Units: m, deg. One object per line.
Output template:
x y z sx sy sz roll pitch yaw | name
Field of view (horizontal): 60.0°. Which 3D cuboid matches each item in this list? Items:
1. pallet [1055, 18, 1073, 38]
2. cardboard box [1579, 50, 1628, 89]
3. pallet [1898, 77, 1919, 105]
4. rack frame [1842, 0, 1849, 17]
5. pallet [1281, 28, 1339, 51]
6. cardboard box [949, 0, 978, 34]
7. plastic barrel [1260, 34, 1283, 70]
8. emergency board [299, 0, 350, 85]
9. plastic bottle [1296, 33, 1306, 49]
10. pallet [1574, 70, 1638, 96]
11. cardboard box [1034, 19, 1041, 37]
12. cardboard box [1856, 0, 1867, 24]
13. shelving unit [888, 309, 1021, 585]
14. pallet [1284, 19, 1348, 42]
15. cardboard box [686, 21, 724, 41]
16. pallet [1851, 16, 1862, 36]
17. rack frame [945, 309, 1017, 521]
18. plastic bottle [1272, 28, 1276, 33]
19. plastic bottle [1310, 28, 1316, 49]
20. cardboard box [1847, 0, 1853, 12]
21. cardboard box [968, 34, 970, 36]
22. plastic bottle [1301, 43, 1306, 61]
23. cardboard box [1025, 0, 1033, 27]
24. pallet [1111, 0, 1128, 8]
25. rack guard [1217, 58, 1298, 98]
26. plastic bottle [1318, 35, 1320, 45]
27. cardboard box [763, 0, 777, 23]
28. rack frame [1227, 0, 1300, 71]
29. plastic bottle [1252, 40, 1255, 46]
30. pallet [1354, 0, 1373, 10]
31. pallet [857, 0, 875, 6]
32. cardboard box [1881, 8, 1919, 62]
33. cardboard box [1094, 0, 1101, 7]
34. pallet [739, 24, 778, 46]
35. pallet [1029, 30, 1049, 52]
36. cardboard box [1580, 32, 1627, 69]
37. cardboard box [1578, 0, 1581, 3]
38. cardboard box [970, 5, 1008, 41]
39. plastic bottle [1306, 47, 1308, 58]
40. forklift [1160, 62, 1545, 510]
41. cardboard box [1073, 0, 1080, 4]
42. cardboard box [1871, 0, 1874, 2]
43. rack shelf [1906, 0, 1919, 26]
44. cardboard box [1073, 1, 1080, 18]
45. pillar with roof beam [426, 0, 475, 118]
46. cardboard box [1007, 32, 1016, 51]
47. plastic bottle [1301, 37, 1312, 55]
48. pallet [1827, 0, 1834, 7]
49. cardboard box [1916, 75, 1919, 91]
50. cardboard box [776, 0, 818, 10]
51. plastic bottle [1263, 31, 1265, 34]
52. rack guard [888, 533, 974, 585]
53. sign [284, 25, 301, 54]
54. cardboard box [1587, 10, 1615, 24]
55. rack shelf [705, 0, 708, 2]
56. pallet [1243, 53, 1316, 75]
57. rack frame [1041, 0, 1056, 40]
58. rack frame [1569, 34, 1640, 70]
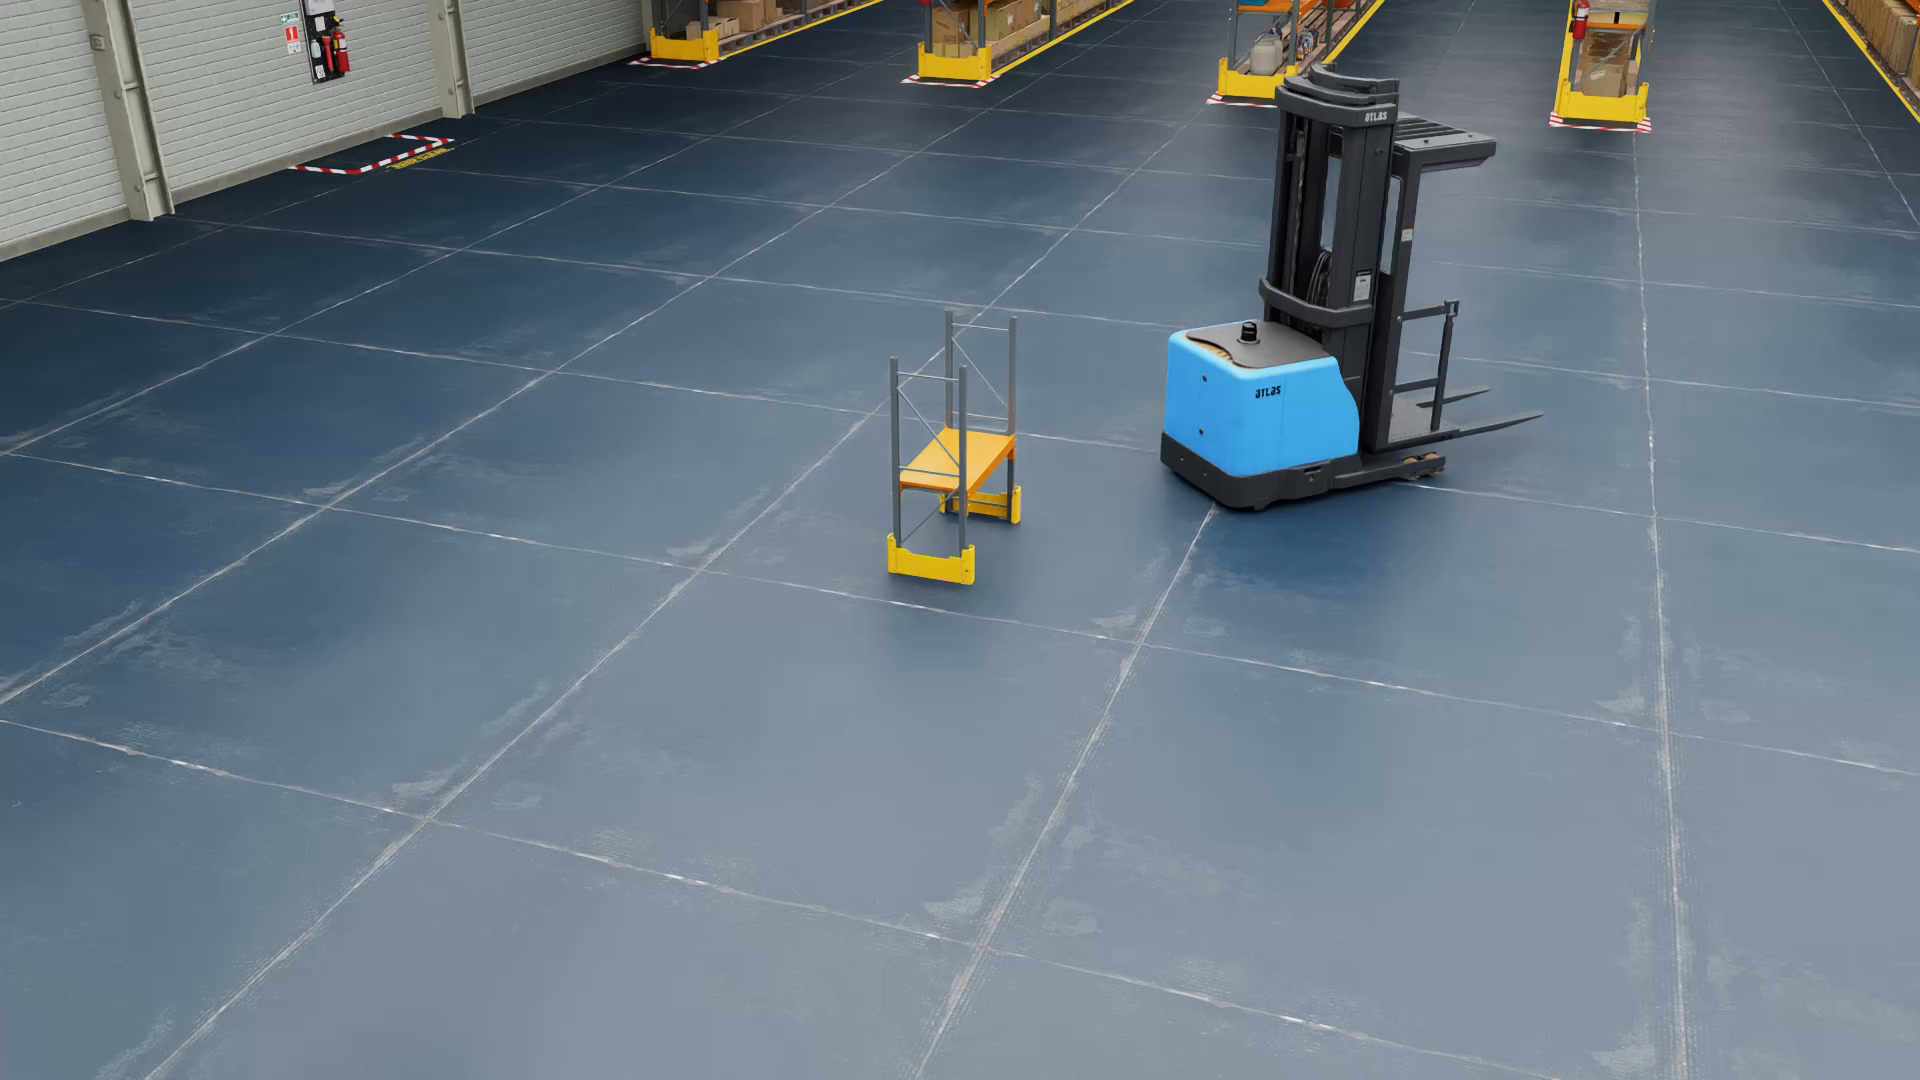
1.459 -9.592 31.042 1.003 0.211 1.213 9 27 17 | pallet
9.650 -7.025 24.928 0.500 0.500 0.500 17 30 31 | cardboard box
14.908 -6.783 25.242 1.003 0.211 1.213 9 27 17 | pallet
17.897 -11.627 32.046 1.000 3.000 0.127 9 27 17 | rack frame
6.145 -8.892 29.596 1.003 0.211 1.213 9 27 17 | pallet
0.137 -8.860 28.144 0.500 0.500 0.500 9 27 17 | cardboard box
4.903 -7.732 26.373 0.421 0.512 0.421 0 26 0 | plastic barrel
-8.191 -6.549 21.558 0.194 1.169 0.643 9 27 17 | emergency board
5.766 -8.417 28.036 0.152 0.276 0.135 9 27 17 | plastic bottle
9.997 -7.061 25.815 1.003 0.211 1.213 9 27 17 | pallet
1.127 -9.064 29.425 0.500 0.250 0.500 9 27 17 | cardboard box
16.875 -9.788 30.634 0.500 0.500 0.500 8 27 15 | cardboard box
-0.025 -0.644 11.082 0.587 1.500 1.083 9 27 17 | shelving unit
6.550 -9.395 30.635 1.003 0.211 1.213 9 27 17 | pallet
-4.438 -8.871 28.933 0.500 0.311 0.500 6 26 12 | cardboard box
17.235 -9.549 30.953 1.003 0.211 1.213 9 27 17 | pallet
0.141 -0.849 11.506 0.500 1.500 0.032 9 27 17 | rack frame
5.319 -8.587 28.387 0.152 0.276 0.135 10 27 19 | plastic bottle
5.914 -8.439 27.996 0.144 0.351 0.185 7 27 15 | plastic bottle
17.401 -10.426 31.951 0.500 0.500 0.500 10 28 19 | cardboard box
-0.025 -8.317 27.882 0.500 0.250 0.500 9 27 17 | cardboard box
5.579 -7.941 27.044 0.061 0.283 0.133 9 27 18 | plastic bottle
0.962 -9.195 28.836 0.500 0.500 0.500 9 27 17 | cardboard box
2.866 -11.229 34.422 1.003 0.211 1.213 9 27 17 | pallet
4.570 -7.088 25.539 1.175 0.500 0.348 9 27 17 | rack guard
6.094 -8.563 28.423 0.097 0.201 0.097 0 26 0 | plastic bottle
-3.729 -9.896 30.834 0.500 0.500 0.500 7 27 14 | cardboard box
4.590 -8.175 24.916 1.000 3.000 0.127 9 27 17 | rack frame
4.809 -8.019 27.206 0.061 0.283 0.133 9 27 19 | plastic bottle
7.882 -11.037 34.027 1.003 0.211 1.213 9 27 17 | pallet
-2.352 -11.323 34.618 1.003 0.211 1.213 9 27 17 | pallet
15.681 -8.180 27.026 1.050 0.750 0.750 9 27 17 | cardboard box
2.469 -10.670 32.742 0.500 0.250 0.500 8 27 17 | cardboard box
-4.016 -9.216 30.266 1.003 0.211 1.213 9 27 17 | pallet
0.947 -8.963 29.743 1.003 0.211 1.213 9 27 17 | pallet
10.237 -7.769 26.464 0.500 0.500 0.500 19 32 34 | cardboard box
9.522 -8.080 24.264 0.875 0.500 0.500 9 27 17 | cardboard box
0.473 -8.578 27.560 0.500 0.500 0.500 9 27 17 | cardboard box
5.667 -8.036 27.335 0.097 0.201 0.097 0 26 0 | plastic bottle
3.068 -1.955 12.148 3.031 2.935 1.130 -12 28 -23 | forklift
1.966 -10.294 31.322 0.500 0.311 0.500 8 27 16 | cardboard box
16.546 -9.704 29.600 0.500 0.250 0.500 8 27 16 | cardboard box
15.901 -8.838 27.110 1.077 0.370 4.000 9 27 17 | rack shelf
1.960 -10.043 31.447 0.500 0.250 0.500 8 27 16 | cardboard box
-3.273 -9.635 21.047 9.100 9.000 0.400 9 27 17 | pillar with roof beam
0.638 -8.446 28.148 0.500 0.250 0.500 9 27 17 | cardboard box
5.749 -8.207 27.602 0.152 0.276 0.135 9 27 18 | plastic bottle
18.492 -11.156 34.273 1.003 0.211 1.213 9 27 17 | pallet
14.663 -6.953 24.348 0.875 0.875 0.875 9 27 18 | cardboard box
-3.193 -10.633 32.357 0.700 0.500 0.500 10 27 19 | cardboard box
5.056 -8.301 27.710 0.144 0.351 0.185 9 27 17 | plastic bottle
-0.191 0.123 10.932 0.587 0.250 0.087 9 27 17 | rack guard
-8.472 -6.353 21.111 0.001 0.329 0.234 9 27 17 | sign
9.160 -7.491 23.791 0.380 0.149 0.250 9 27 17 | cardboard box
-4.087 -10.110 29.737 1.077 0.370 4.000 9 27 17 | rack shelf
5.254 -7.791 27.322 1.003 0.211 1.213 9 27 17 | pallet
1.251 -10.539 29.797 1.000 3.000 0.127 9 27 17 | rack frame
10.591 -9.100 26.827 1.000 3.000 0.127 9 27 17 | rack frame
